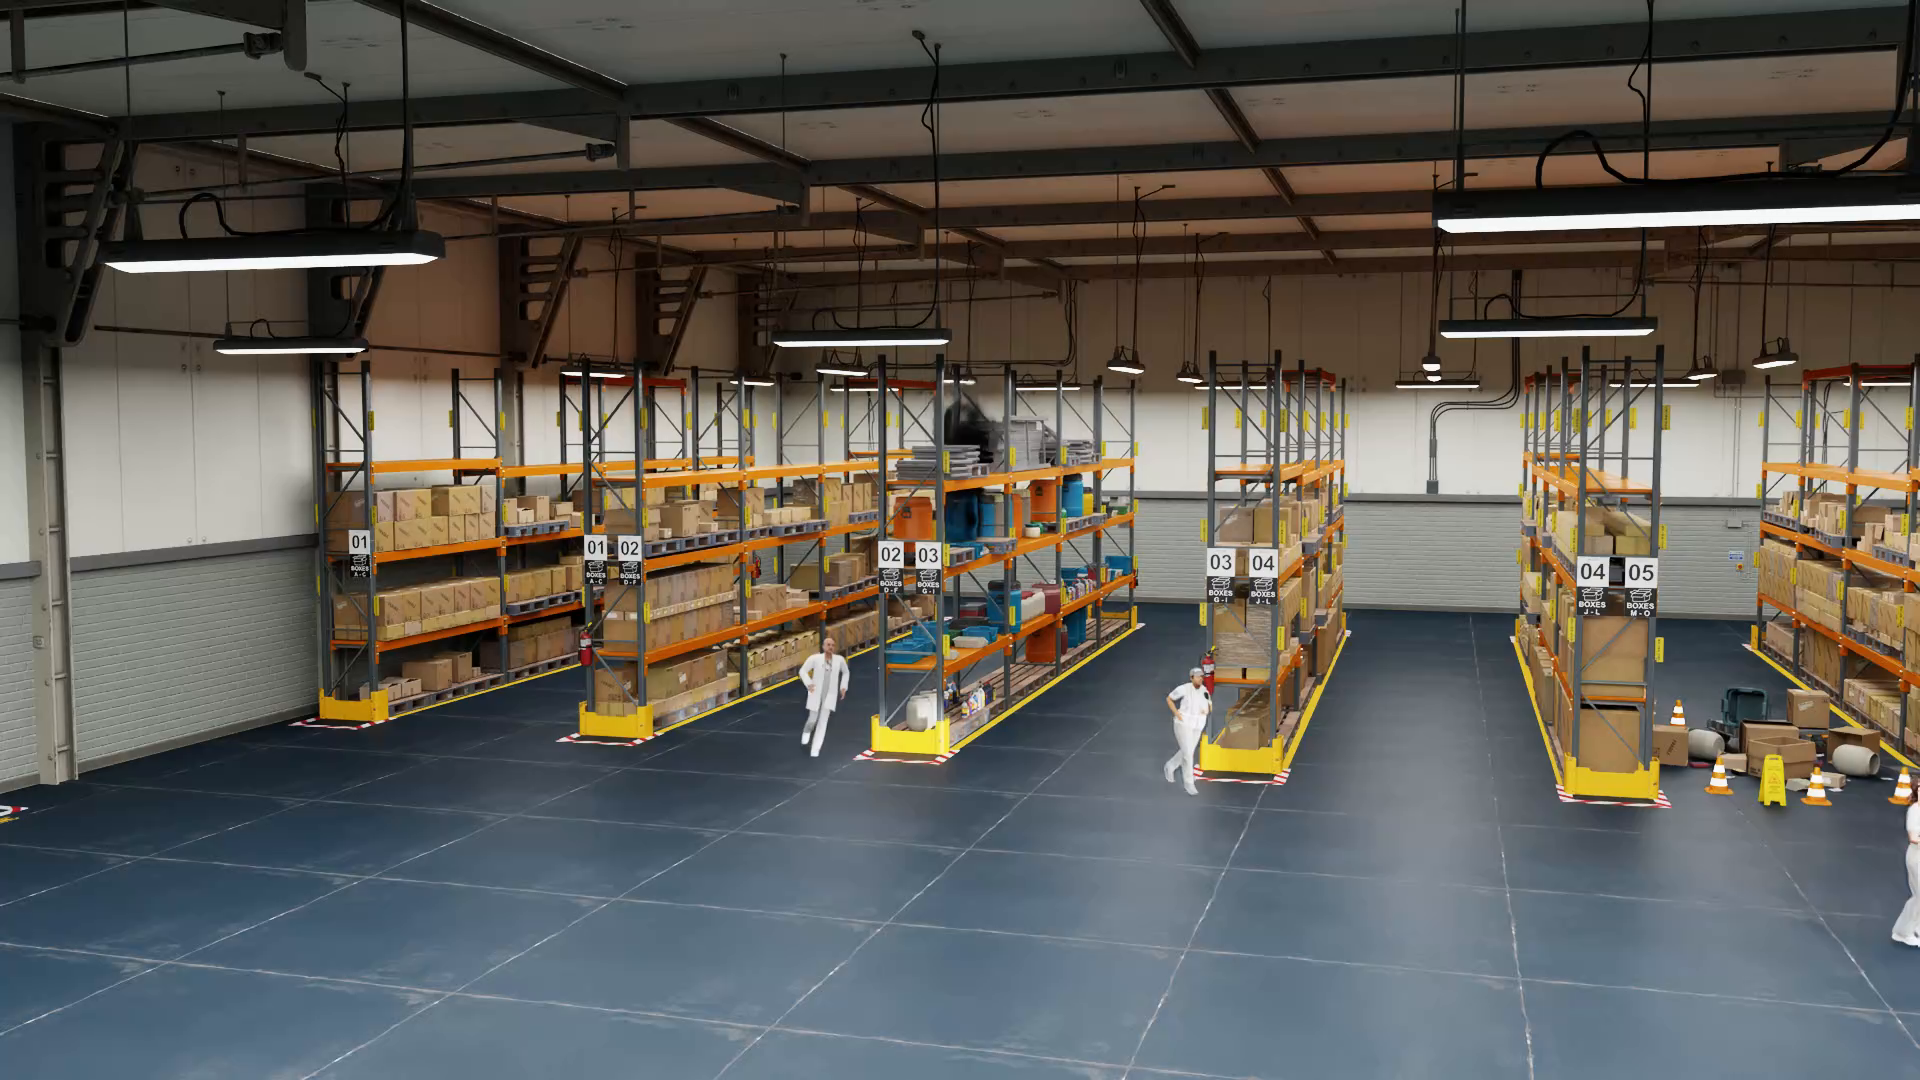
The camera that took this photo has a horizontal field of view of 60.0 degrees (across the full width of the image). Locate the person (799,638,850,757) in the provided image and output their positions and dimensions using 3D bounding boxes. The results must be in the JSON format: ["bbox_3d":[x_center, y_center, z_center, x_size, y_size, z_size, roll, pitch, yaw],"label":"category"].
[{"bbox_3d":[-2.025,2.347,25.079,0.773,1.723,0.854,-1,4,-10],"label":"person"}]

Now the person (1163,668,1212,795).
[{"bbox_3d":[3.159,2.579,22.741,0.624,1.669,0.851,-2,5,-29],"label":"person"}]

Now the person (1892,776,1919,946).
[{"bbox_3d":[9.146,3.054,15.676,0.547,1.660,0.621,-3,5,-32],"label":"person"}]
